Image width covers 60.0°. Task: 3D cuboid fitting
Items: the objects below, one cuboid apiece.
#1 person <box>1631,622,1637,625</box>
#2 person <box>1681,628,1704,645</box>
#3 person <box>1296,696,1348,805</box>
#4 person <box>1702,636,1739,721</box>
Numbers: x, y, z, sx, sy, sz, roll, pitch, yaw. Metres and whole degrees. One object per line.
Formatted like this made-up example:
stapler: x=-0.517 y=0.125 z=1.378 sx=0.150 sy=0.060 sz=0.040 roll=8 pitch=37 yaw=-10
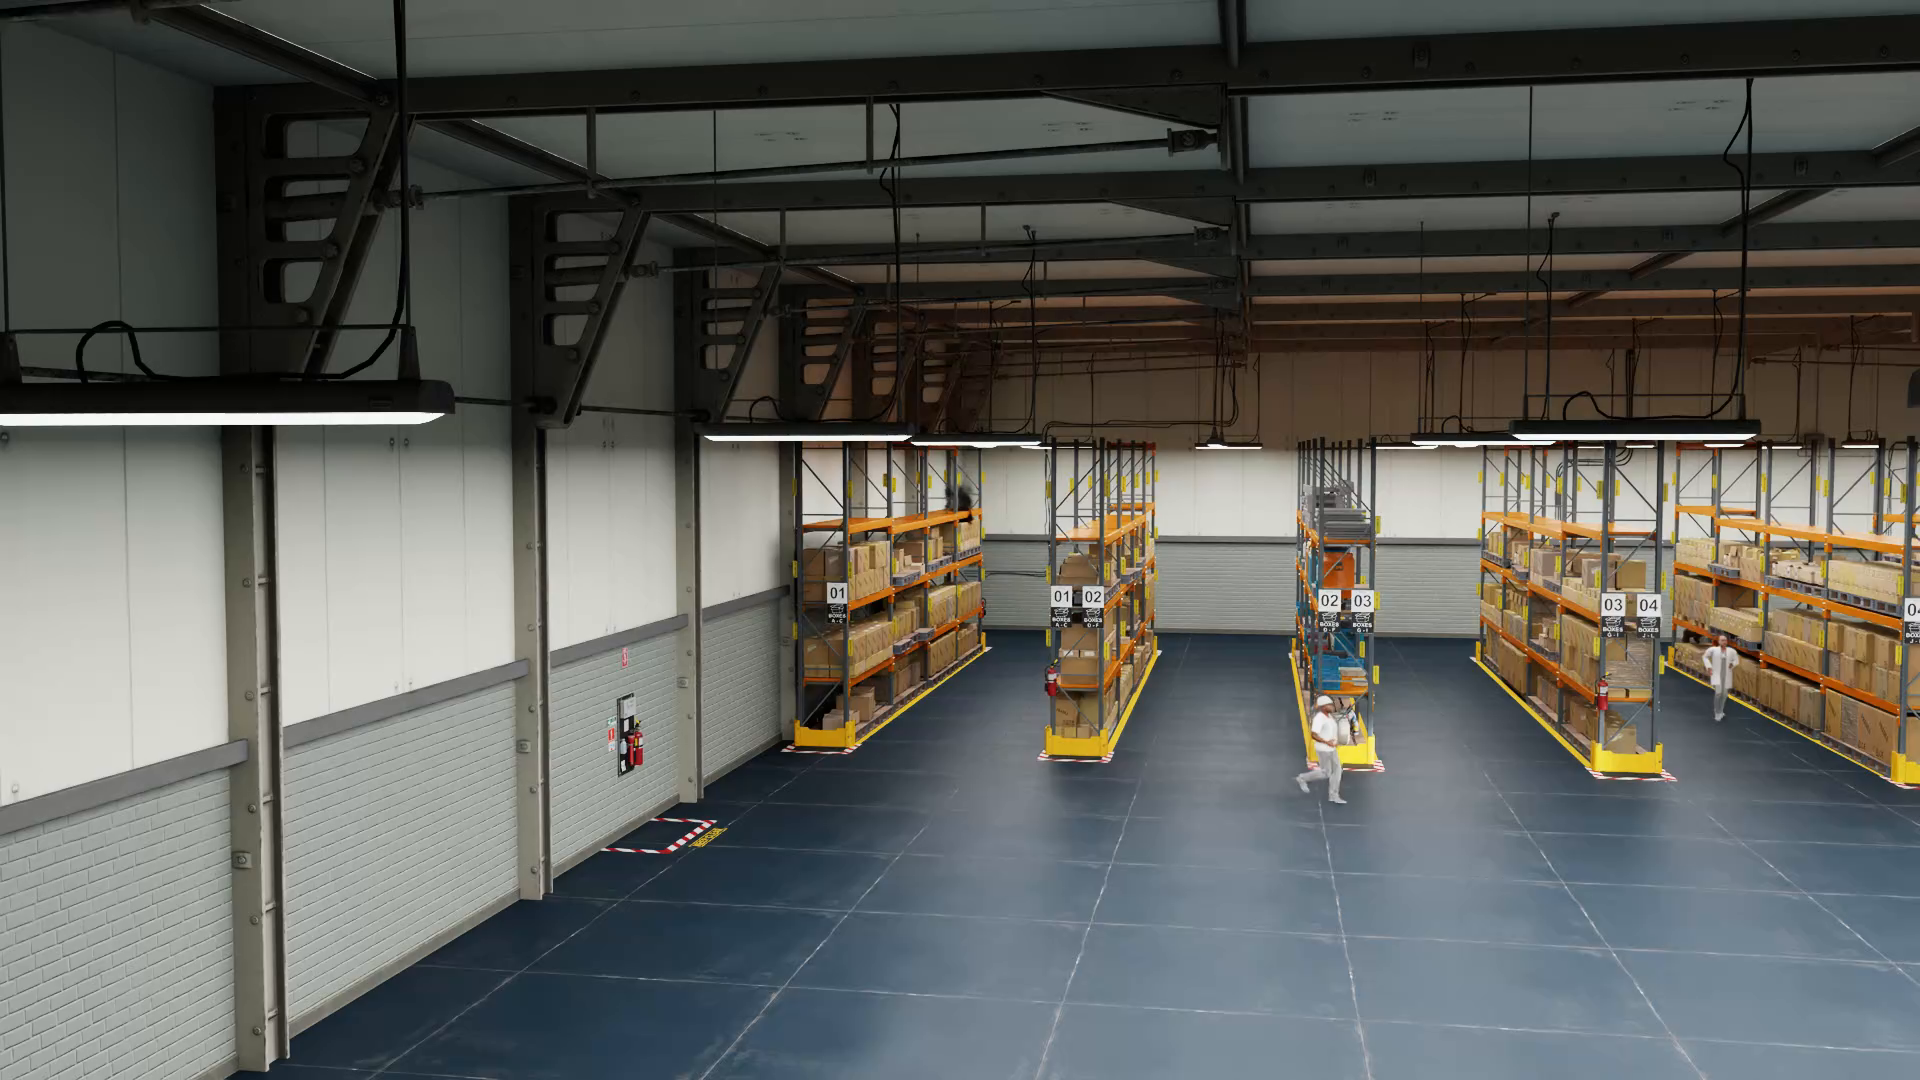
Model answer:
person: x=17.677 y=2.549 z=43.983 sx=0.684 sy=1.723 sz=0.871 roll=2 pitch=3 yaw=29
person: x=20.144 y=2.400 z=45.841 sx=0.759 sy=1.721 sz=1.033 roll=-2 pitch=4 yaw=-36
person: x=5.939 y=3.421 z=27.182 sx=0.850 sy=1.758 sz=0.699 roll=2 pitch=4 yaw=34
person: x=16.317 y=2.971 z=35.635 sx=0.692 sy=1.850 sz=0.744 roll=1 pitch=3 yaw=11
